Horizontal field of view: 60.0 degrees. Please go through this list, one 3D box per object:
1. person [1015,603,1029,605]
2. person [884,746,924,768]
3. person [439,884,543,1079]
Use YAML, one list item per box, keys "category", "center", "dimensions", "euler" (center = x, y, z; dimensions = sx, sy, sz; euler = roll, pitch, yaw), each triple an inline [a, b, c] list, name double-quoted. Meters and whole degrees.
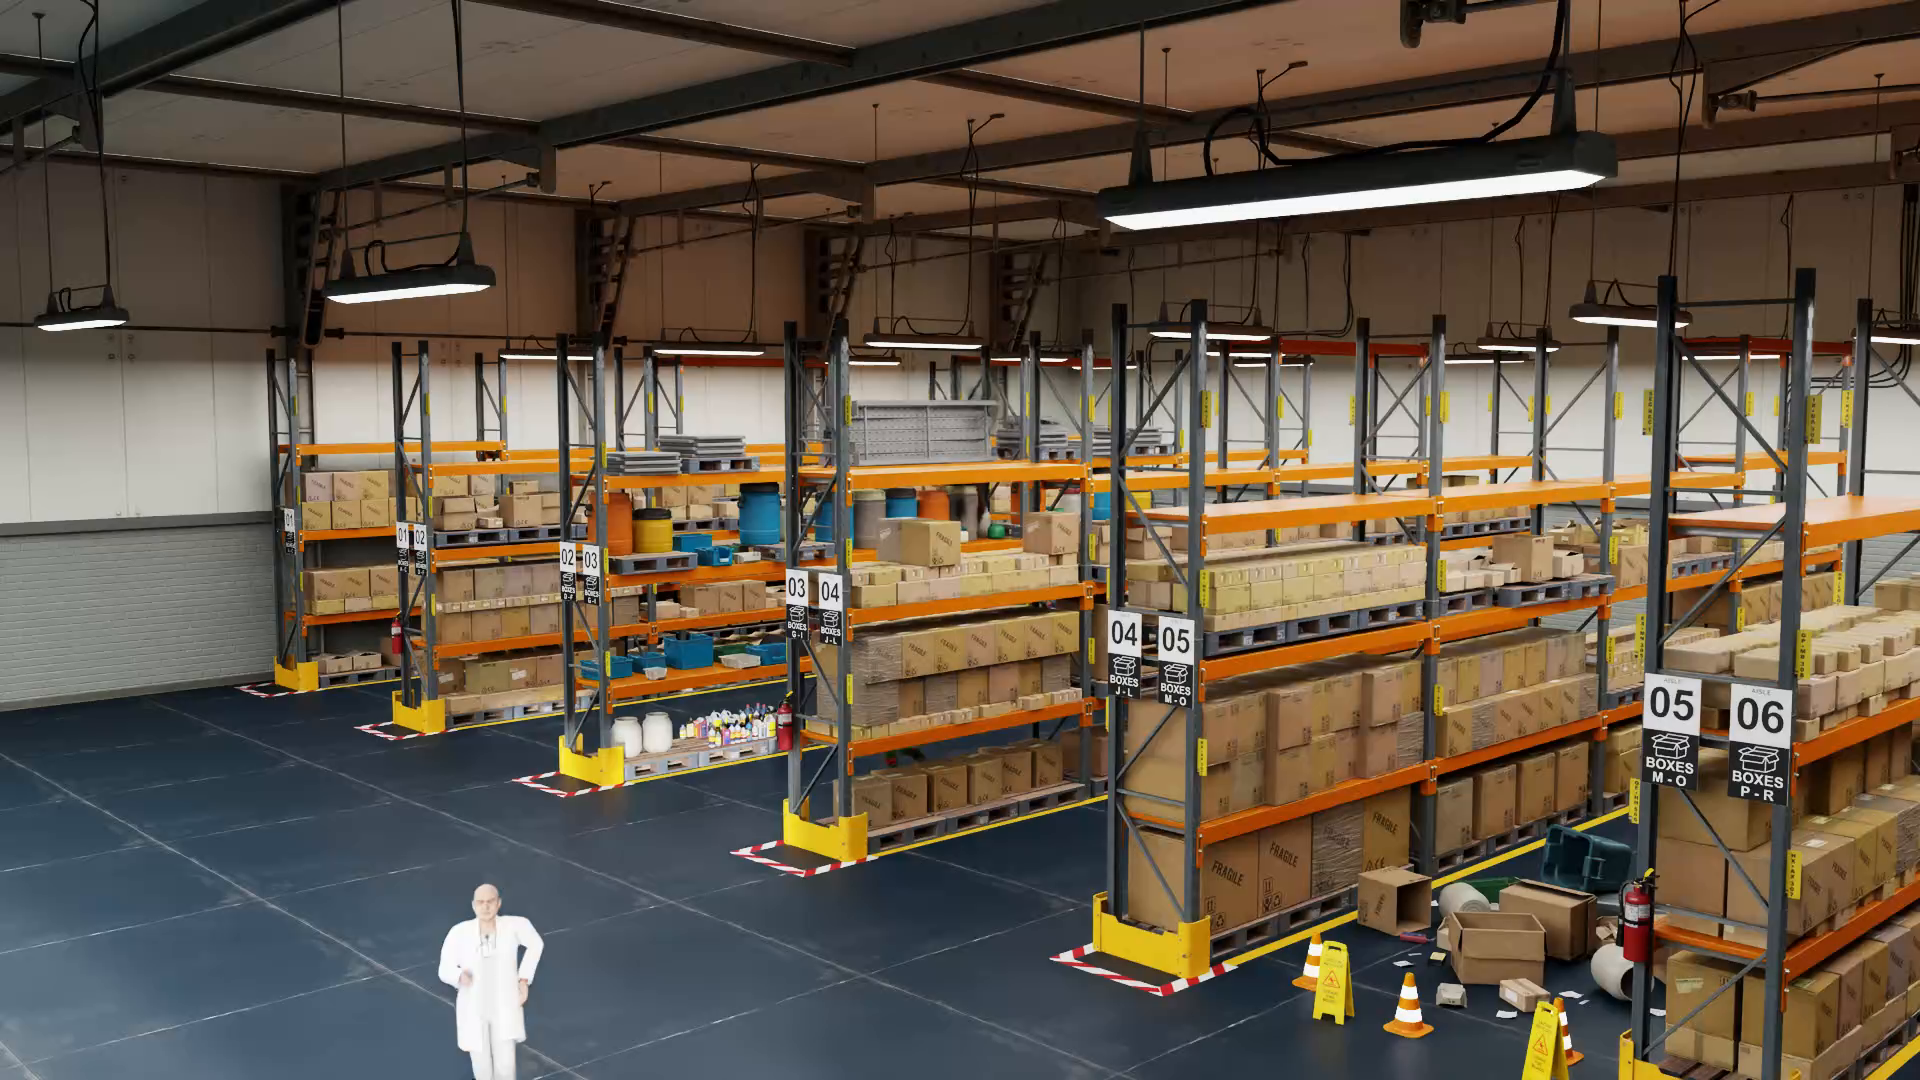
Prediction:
- category: "person"
  center: [1.001, 1.540, 31.901]
  dimensions: [0.681, 1.733, 0.622]
  euler: [4, 6, 37]
- category: "person"
  center: [-0.796, 2.367, 22.297]
  dimensions: [0.659, 1.742, 0.709]
  euler: [3, 6, 35]
- category: "person"
  center: [-3.251, 3.294, 11.525]
  dimensions: [0.688, 1.814, 0.755]
  euler: [-1, 5, -10]
